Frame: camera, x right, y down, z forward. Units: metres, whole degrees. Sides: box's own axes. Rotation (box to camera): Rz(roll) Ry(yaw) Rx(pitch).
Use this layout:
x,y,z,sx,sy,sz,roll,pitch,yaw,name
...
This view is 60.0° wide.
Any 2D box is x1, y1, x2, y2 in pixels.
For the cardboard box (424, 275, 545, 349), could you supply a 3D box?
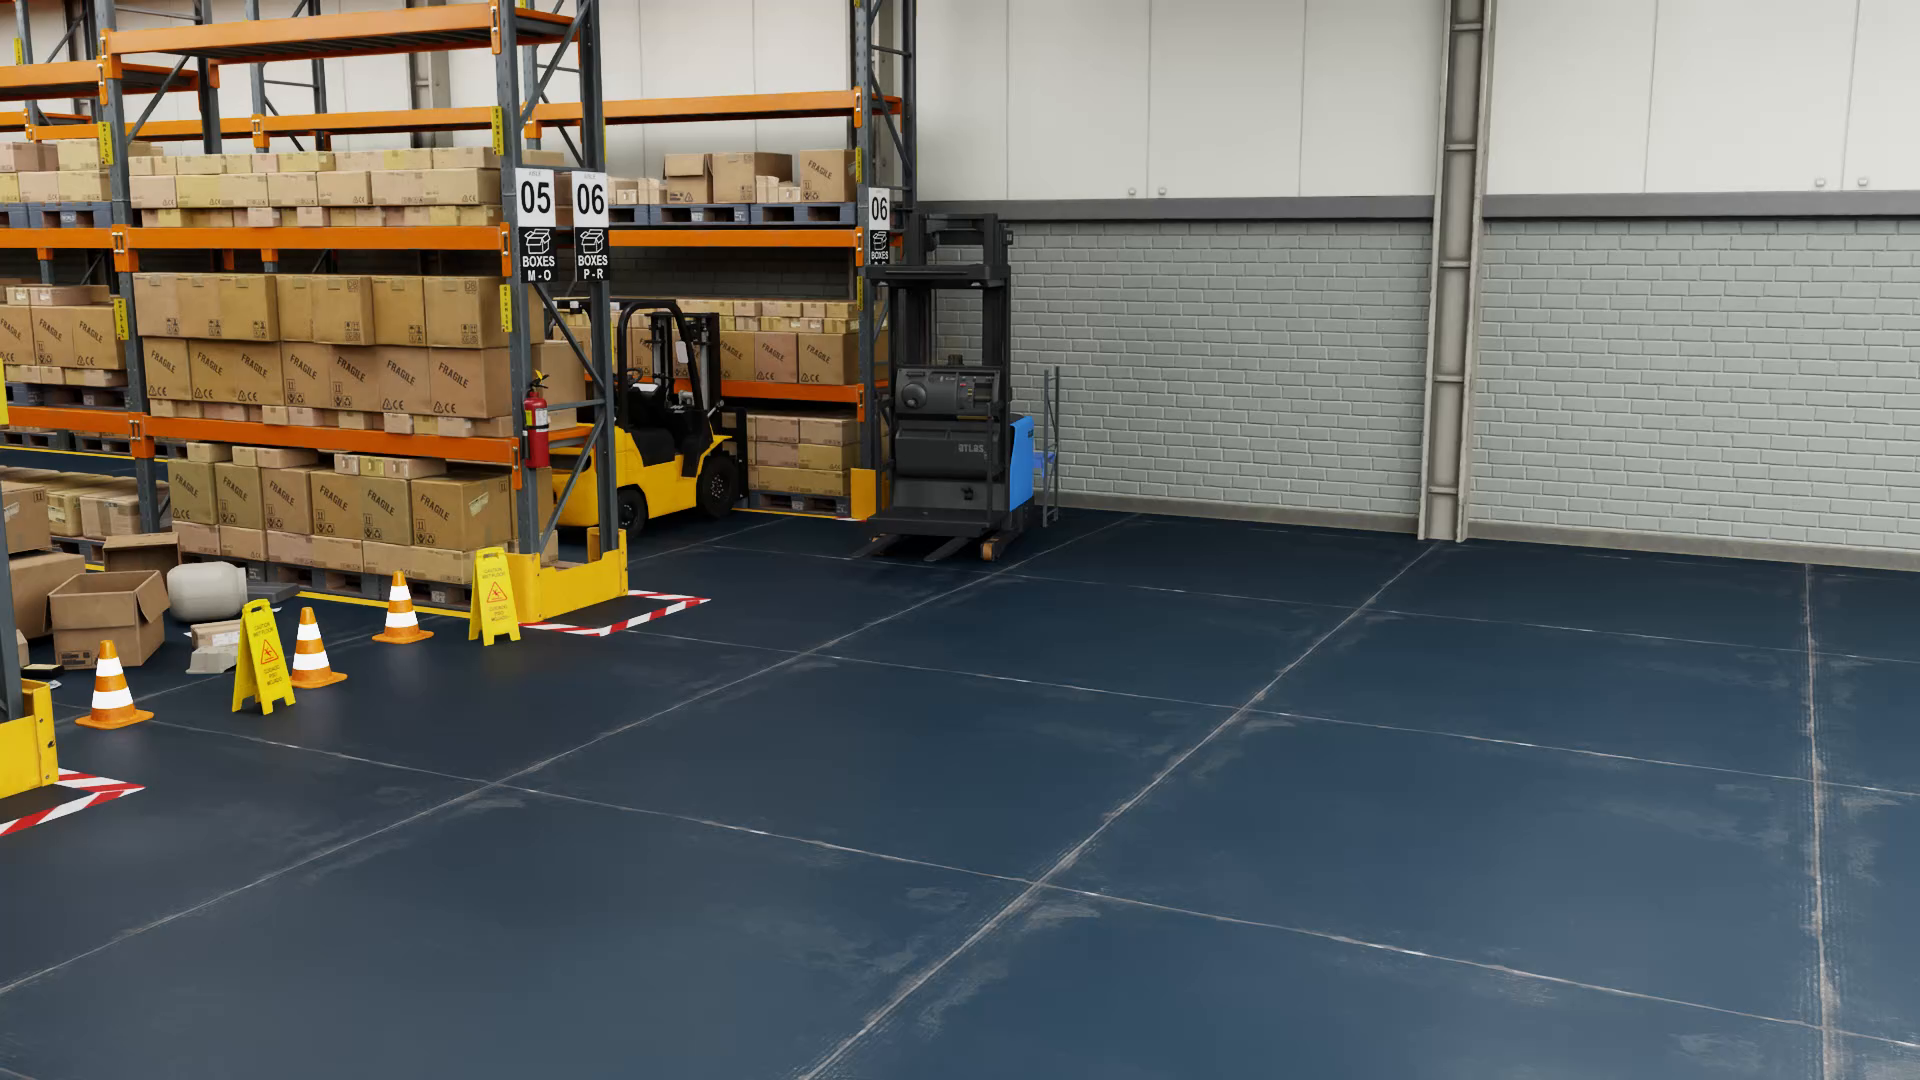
x,y,z,sx,sy,sz,roll,pitch,yaw,name
-3.454,-1.668,12.101,0.500,0.500,0.700,5,11,24,cardboard box

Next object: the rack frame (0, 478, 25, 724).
x,y,z,sx,sy,sz,roll,pitch,yaw,name
-4.998,-0.177,7.784,0.127,3.000,1.000,5,11,26,rack frame

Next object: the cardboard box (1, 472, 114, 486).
x,y,z,sx,sy,sz,roll,pitch,yaw,name
-8.228,-0.356,14.971,0.625,0.372,0.950,5,12,28,cardboard box

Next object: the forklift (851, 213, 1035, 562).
x,y,z,sx,sy,sz,roll,pitch,yaw,name
-0.160,-1.334,14.370,1.130,2.935,3.031,3,11,14,forklift

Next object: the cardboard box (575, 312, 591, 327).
x,y,z,sx,sy,sz,roll,pitch,yaw,name
-3.891,-2.365,17.770,0.250,0.149,0.380,5,12,27,cardboard box

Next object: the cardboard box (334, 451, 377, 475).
x,y,z,sx,sy,sz,roll,pitch,yaw,name
-4.551,-0.598,12.726,0.250,0.149,0.380,6,12,28,cardboard box

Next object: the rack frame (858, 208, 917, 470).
x,y,z,sx,sy,sz,roll,pitch,yaw,name
-0.706,-1.768,16.578,0.127,3.000,1.000,5,11,26,rack frame

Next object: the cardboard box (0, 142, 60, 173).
x,y,z,sx,sy,sz,roll,pitch,yaw,name
-7.987,-3.247,14.166,0.500,0.250,0.500,5,12,27,cardboard box

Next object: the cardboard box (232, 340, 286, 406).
x,y,z,sx,sy,sz,roll,pitch,yaw,name
-5.310,-1.329,13.036,0.500,0.500,0.500,5,11,25,cardboard box

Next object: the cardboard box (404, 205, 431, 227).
x,y,z,sx,sy,sz,roll,pitch,yaw,name
-3.804,-2.352,12.085,0.250,0.149,0.380,5,12,28,cardboard box

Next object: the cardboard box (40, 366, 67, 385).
x,y,z,sx,sy,sz,roll,pitch,yaw,name
-7.545,-1.408,14.114,0.250,0.149,0.380,5,11,25,cardboard box

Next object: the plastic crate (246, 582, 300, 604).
x,y,z,sx,sy,sz,roll,pitch,yaw,name
-5.441,0.401,12.790,0.583,0.080,0.402,1,10,6,plastic crate

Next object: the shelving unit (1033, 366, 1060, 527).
x,y,z,sx,sy,sz,roll,pitch,yaw,name
0.392,-0.930,16.156,1.048,1.500,0.538,3,11,16,shelving unit

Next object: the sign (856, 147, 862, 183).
x,y,z,sx,sy,sz,roll,pitch,yaw,name
-0.958,-3.555,15.766,0.005,0.325,0.100,5,11,26,sign

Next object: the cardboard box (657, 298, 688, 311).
x,y,z,sx,sy,sz,roll,pitch,yaw,name
-2.948,-2.437,17.334,0.250,0.149,0.380,5,11,26,cardboard box

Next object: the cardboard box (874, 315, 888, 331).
x,y,z,sx,sy,sz,roll,pitch,yaw,name
-0.895,-2.205,16.887,0.250,0.149,0.380,5,11,24,cardboard box

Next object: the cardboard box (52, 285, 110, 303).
x,y,z,sx,sy,sz,roll,pitch,yaw,name
-7.771,-2.174,14.706,0.250,0.149,0.380,6,12,29,cardboard box

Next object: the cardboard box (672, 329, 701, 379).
x,y,z,sx,sy,sz,roll,pitch,yaw,name
-2.640,-1.935,17.217,0.500,0.500,0.500,5,11,26,cardboard box

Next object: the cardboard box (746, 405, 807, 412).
x,y,z,sx,sy,sz,roll,pitch,yaw,name
-1.947,-1.262,17.514,0.500,0.250,0.500,5,11,25,cardboard box

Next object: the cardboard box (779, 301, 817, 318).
x,y,z,sx,sy,sz,roll,pitch,yaw,name
-1.602,-2.308,16.624,0.250,0.149,0.380,5,12,27,cardboard box

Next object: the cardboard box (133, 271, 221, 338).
x,y,z,sx,sy,sz,roll,pitch,yaw,name
-6.187,-1.909,13.430,0.500,0.500,0.700,5,11,25,cardboard box

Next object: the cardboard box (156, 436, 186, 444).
x,y,z,sx,sy,sz,roll,pitch,yaw,name
-9.743,-1.494,20.903,0.500,0.500,0.500,5,11,24,cardboard box

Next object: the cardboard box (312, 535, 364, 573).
x,y,z,sx,sy,sz,roll,pitch,yaw,name
-4.676,0.068,12.973,0.500,0.250,0.500,5,11,24,cardboard box

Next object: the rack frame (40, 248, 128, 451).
x,y,z,sx,sy,sz,roll,pitch,yaw,name
-11.467,-2.714,21.802,0.127,3.000,1.000,5,11,26,rack frame

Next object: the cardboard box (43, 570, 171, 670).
x,y,z,sx,sy,sz,roll,pitch,yaw,name
-5.594,0.519,10.949,0.637,0.503,0.797,-2,11,-14,cardboard box

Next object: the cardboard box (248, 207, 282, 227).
x,y,z,sx,sy,sz,roll,pitch,yaw,name
-5.198,-2.463,12.702,0.250,0.149,0.380,5,11,25,cardboard box

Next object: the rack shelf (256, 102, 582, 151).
x,y,z,sx,sy,sz,roll,pitch,yaw,name
-6.087,-4.642,18.755,4.000,0.370,1.077,5,11,26,rack shelf

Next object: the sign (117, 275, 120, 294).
x,y,z,sx,sy,sz,roll,pitch,yaw,name
-11.225,-3.372,22.190,0.005,0.325,0.100,5,11,26,sign

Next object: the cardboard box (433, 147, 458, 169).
x,y,z,sx,sy,sz,roll,pitch,yaw,name
-3.547,-2.726,11.913,0.250,0.149,0.380,5,12,27,cardboard box

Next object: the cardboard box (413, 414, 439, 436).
x,y,z,sx,sy,sz,roll,pitch,yaw,name
-3.826,-0.873,12.335,0.250,0.149,0.380,5,11,25,cardboard box

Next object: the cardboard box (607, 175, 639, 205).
x,y,z,sx,sy,sz,roll,pitch,yaw,name
-3.655,-3.667,17.436,0.500,0.311,0.500,5,12,27,cardboard box

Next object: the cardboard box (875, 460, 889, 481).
x,y,z,sx,sy,sz,roll,pitch,yaw,name
-1.060,-0.692,17.171,0.500,0.250,0.500,5,11,26,cardboard box

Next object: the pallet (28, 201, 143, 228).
x,y,z,sx,sy,sz,roll,pitch,yaw,name
-6.993,-2.740,14.050,1.003,0.211,1.213,5,11,26,pallet

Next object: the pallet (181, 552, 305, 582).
x,y,z,sx,sy,sz,roll,pitch,yaw,name
-5.868,0.129,13.924,1.213,0.211,1.003,5,11,26,pallet

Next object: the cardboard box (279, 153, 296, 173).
x,y,z,sx,sy,sz,roll,pitch,yaw,name
-4.917,-2.849,12.592,0.250,0.149,0.380,5,12,27,cardboard box

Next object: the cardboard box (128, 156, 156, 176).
x,y,z,sx,sy,sz,roll,pitch,yaw,name
-6.348,-2.958,13.196,0.250,0.149,0.380,5,11,25,cardboard box

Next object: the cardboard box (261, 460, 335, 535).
x,y,z,sx,sy,sz,roll,pitch,yaw,name
-5.127,-0.342,13.133,0.500,0.500,0.500,6,12,29,cardboard box

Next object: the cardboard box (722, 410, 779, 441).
x,y,z,sx,sy,sz,roll,pitch,yaw,name
-2.174,-1.178,17.049,0.500,0.250,0.500,5,11,27,cardboard box

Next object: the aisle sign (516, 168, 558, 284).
x,y,z,sx,sy,sz,roll,pitch,yaw,name
-2.972,-2.203,11.681,0.004,0.787,0.394,5,11,26,aisle sign

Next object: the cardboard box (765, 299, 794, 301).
x,y,z,sx,sy,sz,roll,pitch,yaw,name
-1.838,-2.427,17.279,0.250,0.149,0.380,5,12,28,cardboard box

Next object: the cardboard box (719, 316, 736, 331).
x,y,z,sx,sy,sz,roll,pitch,yaw,name
-2.302,-2.216,16.952,0.250,0.149,0.380,5,11,26,cardboard box

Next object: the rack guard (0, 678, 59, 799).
x,y,z,sx,sy,sz,roll,pitch,yaw,name
-4.977,1.055,7.996,0.348,0.500,1.175,5,11,26,rack guard

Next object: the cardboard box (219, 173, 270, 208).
x,y,z,sx,sy,sz,roll,pitch,yaw,name
-5.302,-2.680,12.778,0.500,0.250,0.500,5,11,26,cardboard box

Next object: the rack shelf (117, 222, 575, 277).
x,y,z,sx,sy,sz,roll,pitch,yaw,name
-4.692,-2.255,12.863,4.000,0.370,1.077,5,11,26,rack shelf

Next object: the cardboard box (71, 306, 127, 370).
x,y,z,sx,sy,sz,roll,pitch,yaw,name
-7.002,-1.692,13.863,0.500,0.500,0.500,5,11,25,cardboard box

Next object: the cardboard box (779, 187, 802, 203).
x,y,z,sx,sy,sz,roll,pitch,yaw,name
-1.583,-3.393,16.379,0.250,0.149,0.380,5,11,24,cardboard box

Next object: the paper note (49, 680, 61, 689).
x,y,z,sx,sy,sz,roll,pitch,yaw,name
-5.616,0.894,10.211,0.144,0.017,0.142,-10,14,-43,paper note

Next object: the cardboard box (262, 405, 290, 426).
x,y,z,sx,sy,sz,roll,pitch,yaw,name
-5.202,-0.988,12.974,0.250,0.149,0.380,5,11,26,cardboard box

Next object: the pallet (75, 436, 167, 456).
x,y,z,sx,sy,sz,roll,pitch,yaw,name
-10.721,-1.284,21.730,1.213,0.211,1.003,5,11,26,pallet

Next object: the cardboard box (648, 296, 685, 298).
x,y,z,sx,sy,sz,roll,pitch,yaw,name
-3.171,-2.566,18.051,0.250,0.149,0.380,5,11,25,cardboard box

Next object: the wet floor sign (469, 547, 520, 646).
x,y,z,sx,sy,sz,roll,pitch,yaw,name
-3.202,0.369,11.378,0.267,0.644,0.232,-10,14,-43,wet floor sign
